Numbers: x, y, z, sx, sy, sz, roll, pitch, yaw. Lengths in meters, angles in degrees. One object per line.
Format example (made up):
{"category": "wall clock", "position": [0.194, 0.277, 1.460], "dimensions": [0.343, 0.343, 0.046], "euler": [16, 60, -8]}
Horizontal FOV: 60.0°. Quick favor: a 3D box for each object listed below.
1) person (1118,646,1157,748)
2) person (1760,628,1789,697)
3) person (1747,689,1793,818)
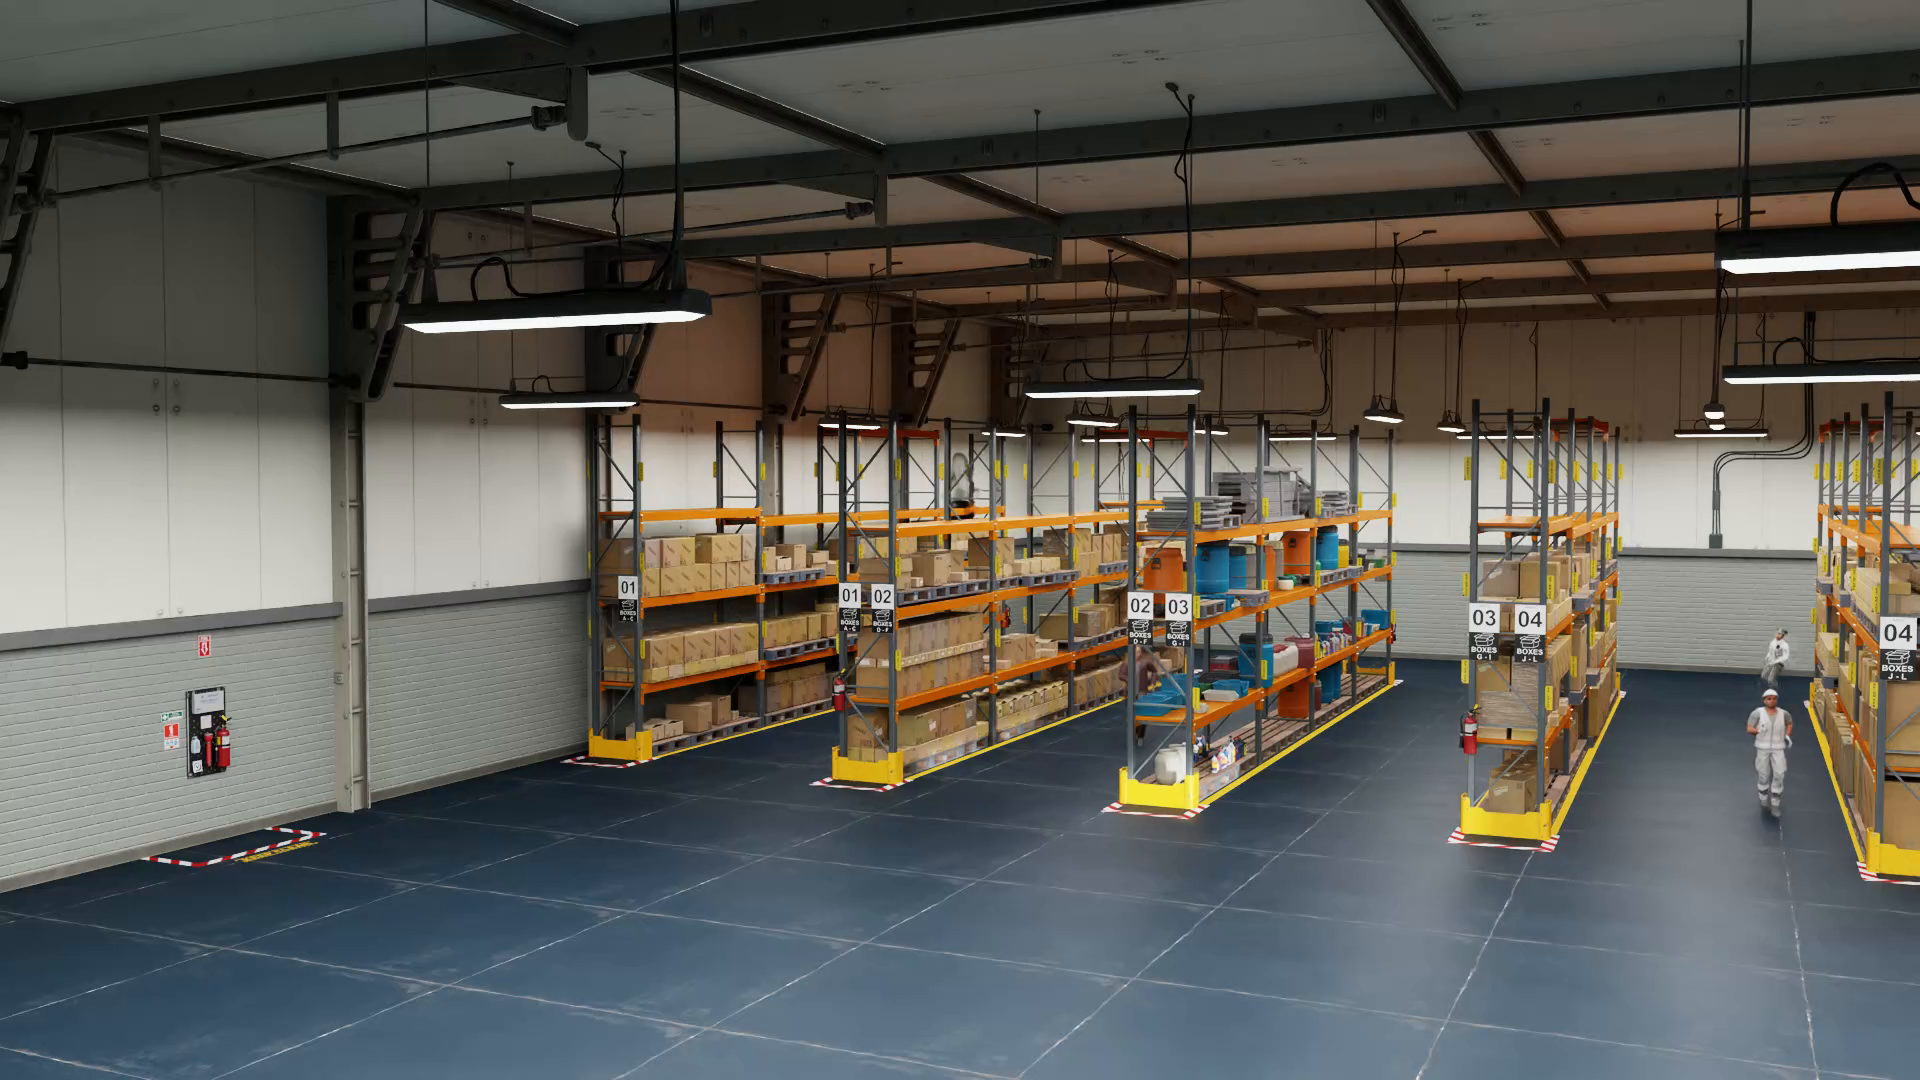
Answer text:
{"category": "person", "position": [3.244, 2.862, 30.499], "dimensions": [0.672, 1.850, 0.842], "euler": [1, 2, 17]}
{"category": "person", "position": [17.904, 2.702, 36.472], "dimensions": [0.568, 1.598, 0.728], "euler": [-1, 3, -22]}
{"category": "person", "position": [11.852, 3.101, 24.322], "dimensions": [0.633, 1.842, 0.739], "euler": [1, 3, 21]}
